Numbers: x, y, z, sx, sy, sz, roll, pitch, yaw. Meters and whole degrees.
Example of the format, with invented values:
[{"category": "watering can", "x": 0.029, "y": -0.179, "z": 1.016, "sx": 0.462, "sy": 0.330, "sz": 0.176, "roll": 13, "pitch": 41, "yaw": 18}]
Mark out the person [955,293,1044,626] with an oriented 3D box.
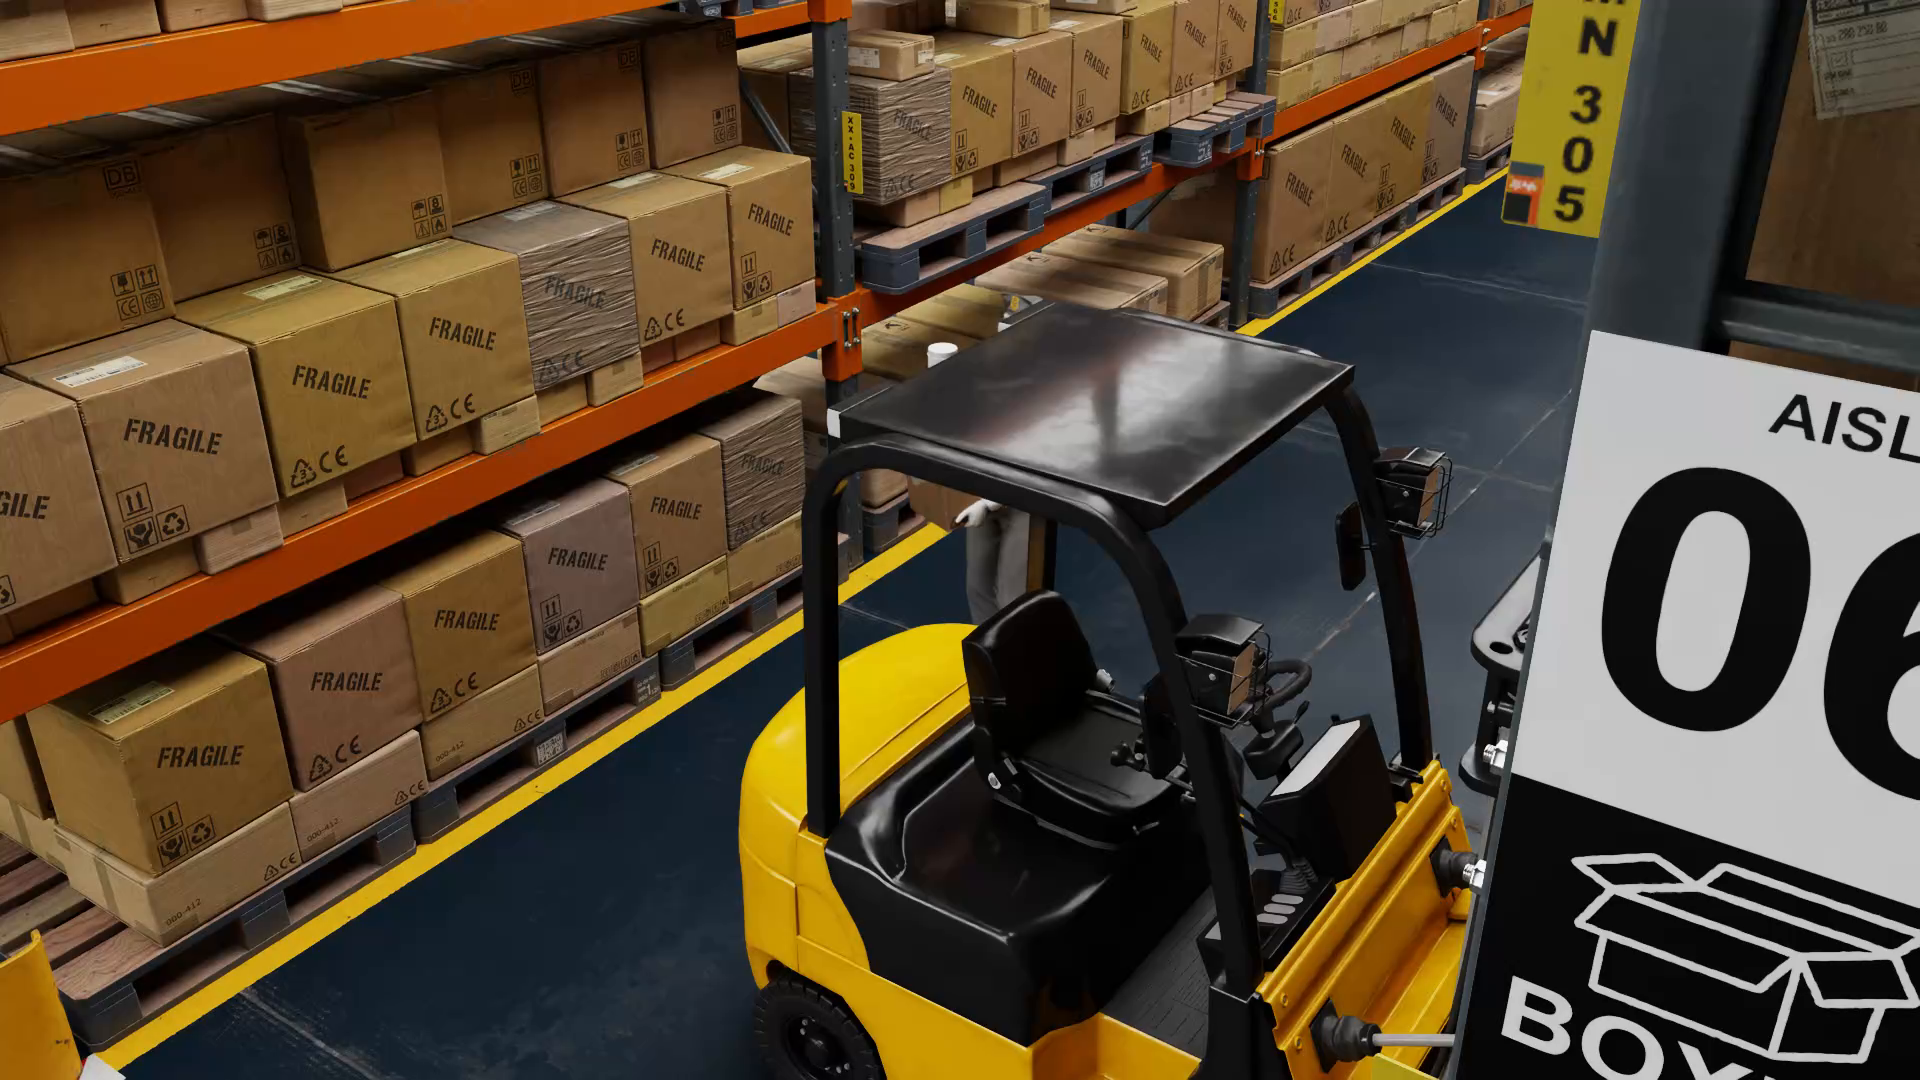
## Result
[{"category": "person", "x": 0.135, "y": -0.128, "z": 6.343, "sx": 0.558, "sy": 1.686, "sz": 0.458, "roll": -18, "pitch": 32, "yaw": -31}]
